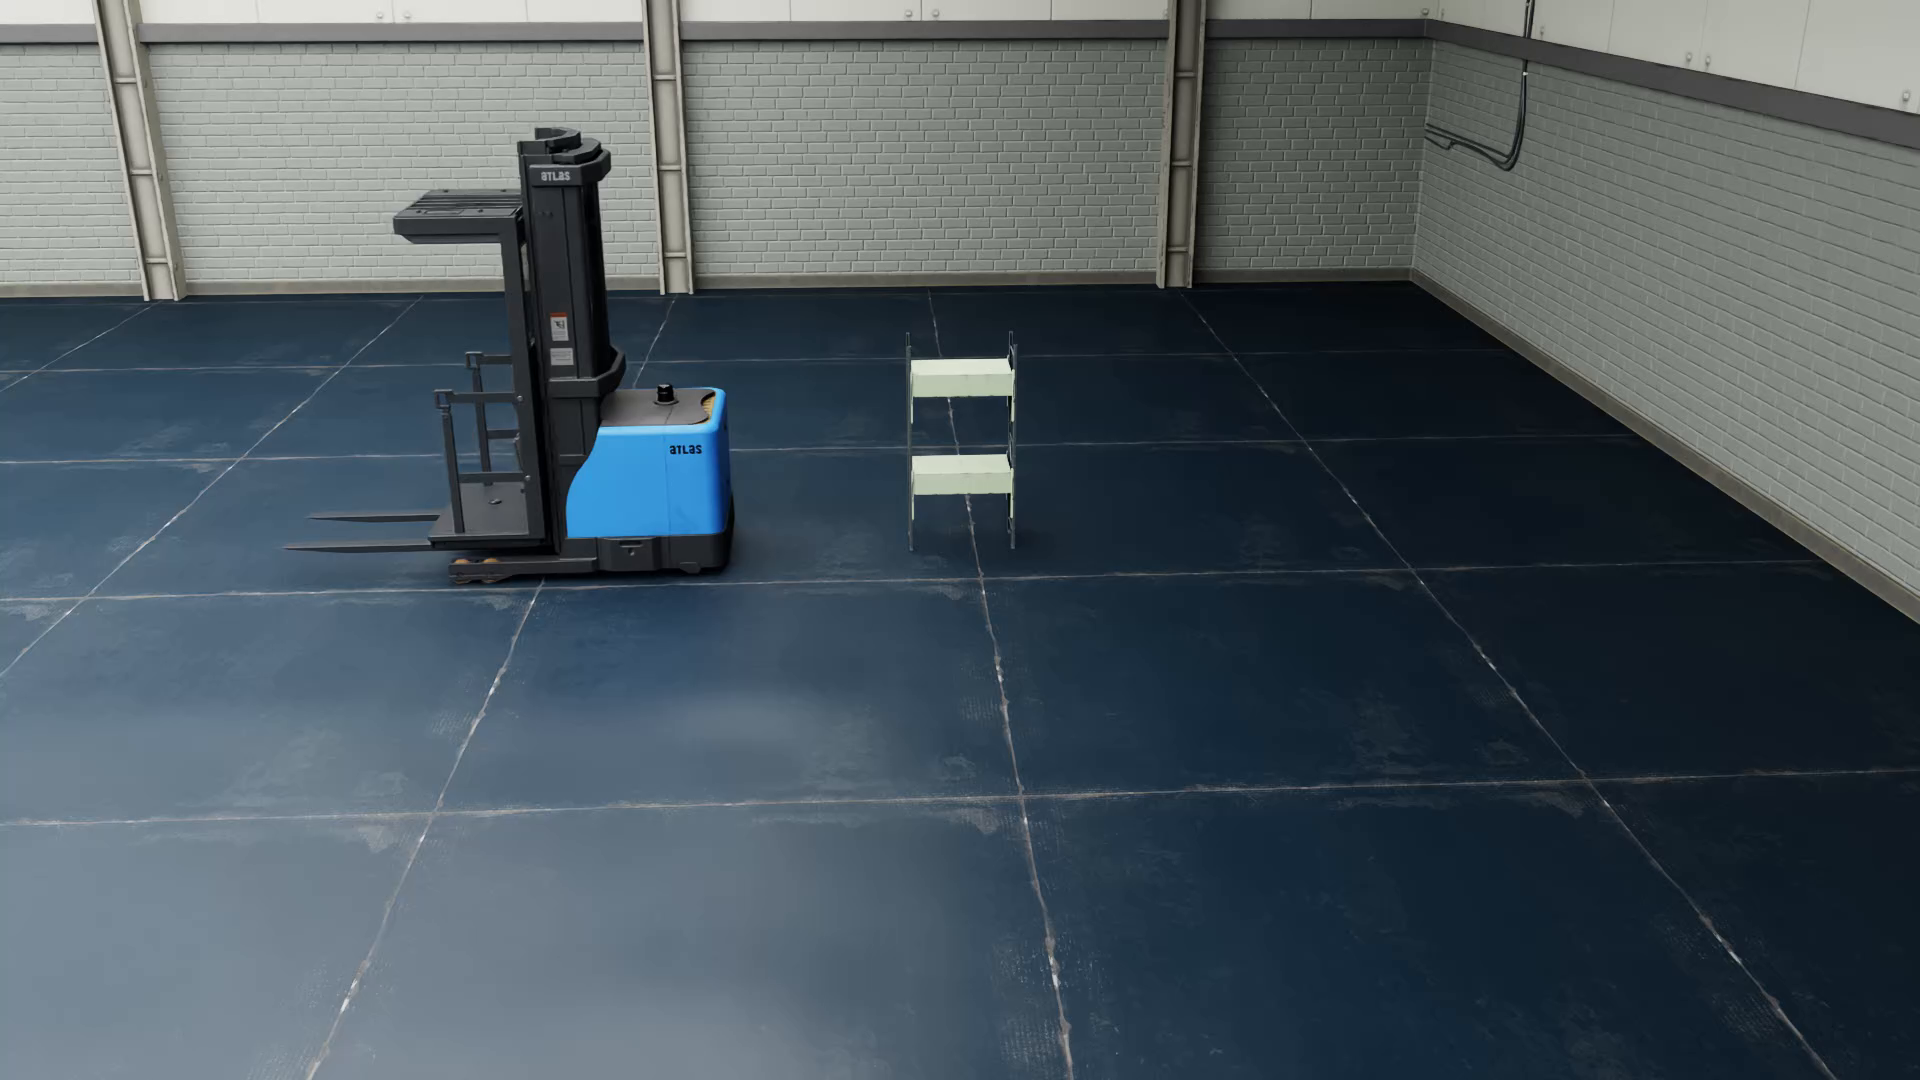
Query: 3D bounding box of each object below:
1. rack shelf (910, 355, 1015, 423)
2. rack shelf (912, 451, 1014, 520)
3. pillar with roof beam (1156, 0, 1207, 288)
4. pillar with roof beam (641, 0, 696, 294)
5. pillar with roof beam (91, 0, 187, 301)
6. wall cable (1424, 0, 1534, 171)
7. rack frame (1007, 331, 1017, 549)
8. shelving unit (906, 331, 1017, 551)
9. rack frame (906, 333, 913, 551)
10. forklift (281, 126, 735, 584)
[{"bbox_3d":[0.007,-1.066,11.716,0.720,0.370,0.431,-1,21,-3],"label":"rack shelf"},{"bbox_3d":[0.007,-0.396,11.970,0.720,0.370,0.431,-1,21,-3],"label":"rack shelf"},{"bbox_3d":[2.854,-5.783,14.663,0.400,9.000,9.100,-1,21,-3],"label":"pillar with roof beam"},{"bbox_3d":[-3.136,-5.661,14.343,0.400,9.000,9.100,-1,21,-3],"label":"pillar with roof beam"},{"bbox_3d":[-9.126,-5.539,14.023,0.400,9.000,9.100,-1,21,-3],"label":"pillar with roof beam"},{"bbox_3d":[5.625,-5.451,18.155,0.112,2.526,3.097,-1,21,-3],"label":"wall cable"},{"bbox_3d":[0.372,-0.708,11.874,0.023,1.500,0.400,-1,21,-3],"label":"rack frame"},{"bbox_3d":[0.007,-0.701,11.854,0.755,1.500,0.431,-1,21,-3],"label":"shelving unit"},{"bbox_3d":[-0.359,-0.694,11.835,0.023,1.500,0.400,-1,21,-3],"label":"rack frame"},{"bbox_3d":[-3.150,-1.265,11.324,3.031,2.935,1.130,-1,21,-4],"label":"forklift"}]
